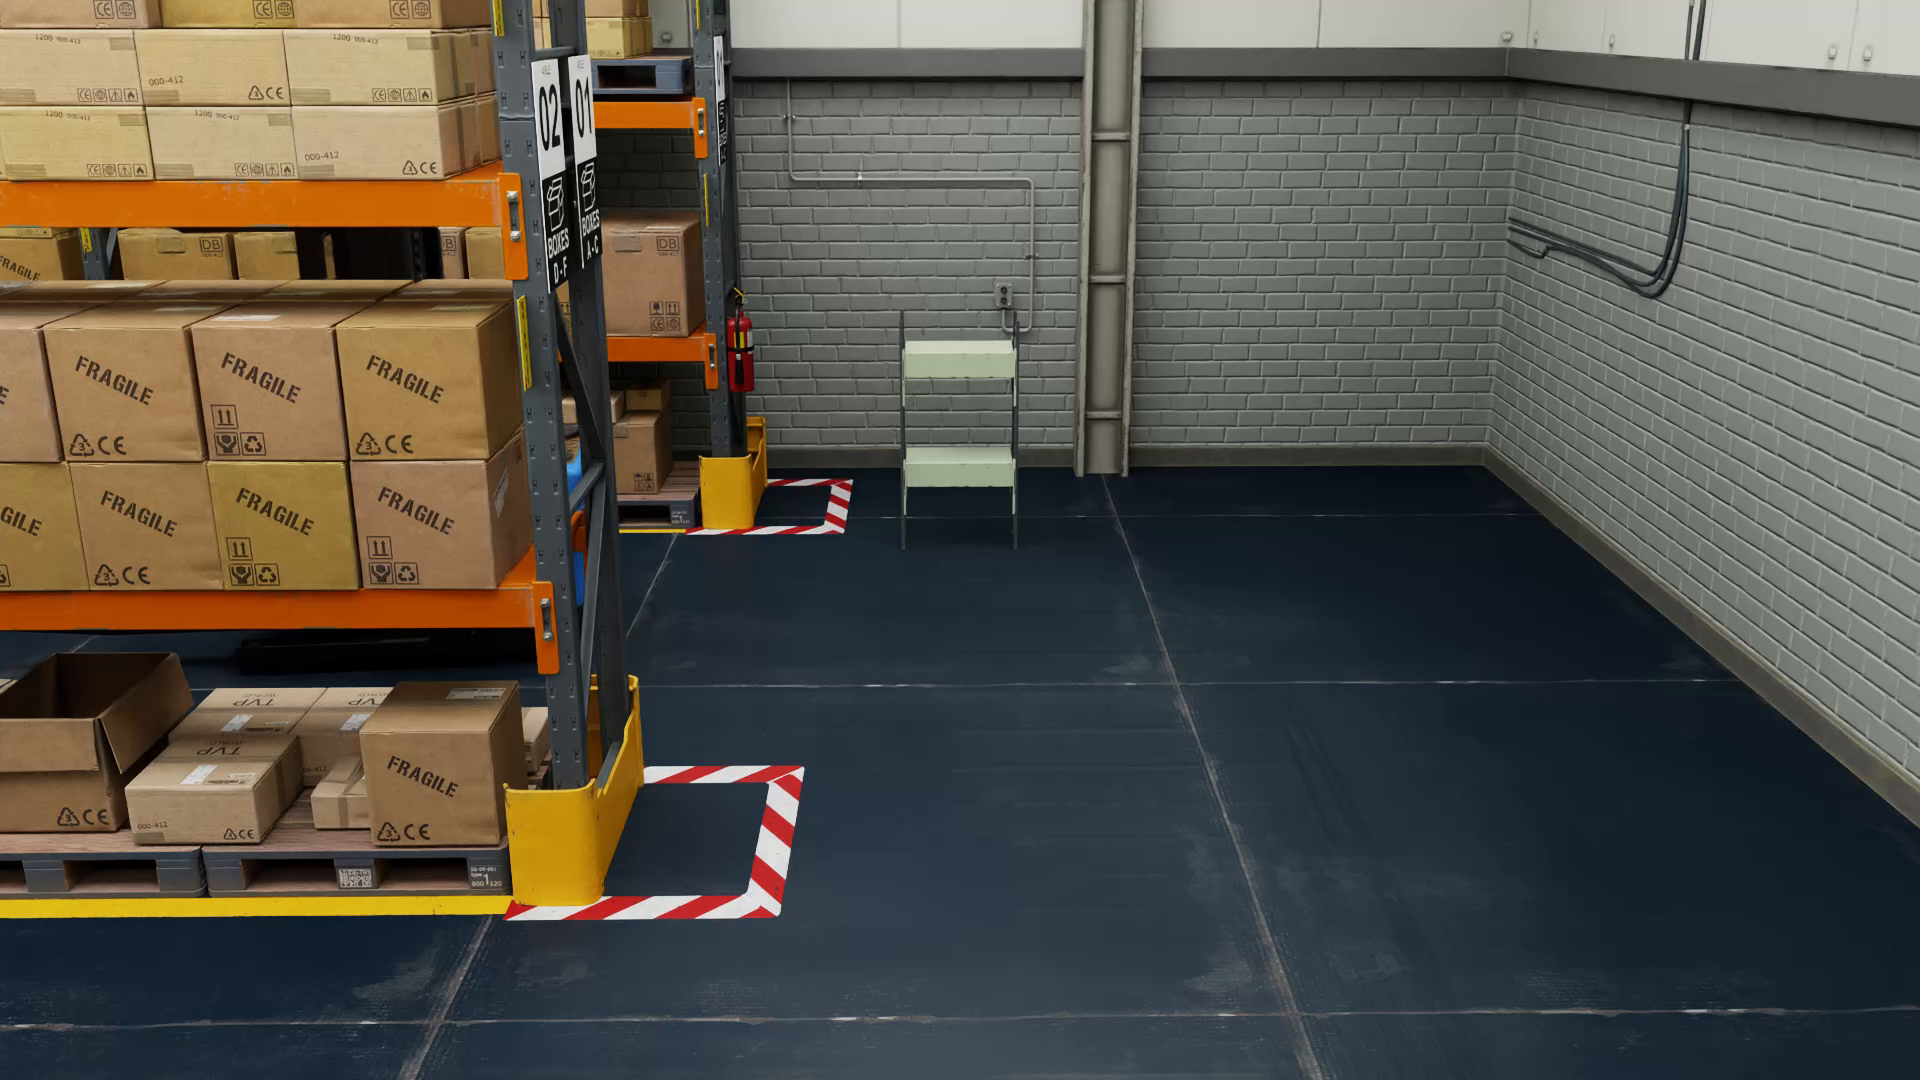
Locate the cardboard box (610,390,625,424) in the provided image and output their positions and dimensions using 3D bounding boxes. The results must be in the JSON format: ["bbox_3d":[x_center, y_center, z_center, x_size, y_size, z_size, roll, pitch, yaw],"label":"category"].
[{"bbox_3d":[-2.437,-0.906,11.303,0.250,0.149,0.380,0,18,-2],"label":"cardboard box"}]

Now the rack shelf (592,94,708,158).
[{"bbox_3d":[-3.613,-2.754,10.988,4.000,0.370,1.077,0,18,-1],"label":"rack shelf"}]

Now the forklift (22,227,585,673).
[{"bbox_3d":[-3.523,-0.856,8.919,3.031,2.935,1.130,-2,18,-6],"label":"forklift"}]

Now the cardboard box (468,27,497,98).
[{"bbox_3d":[-2.049,-1.836,6.378,0.500,0.250,0.500,0,18,-1],"label":"cardboard box"}]

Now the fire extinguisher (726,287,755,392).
[{"bbox_3d":[-1.456,-1.323,10.998,0.183,0.674,0.296,0,18,-1],"label":"fire extinguisher"}]

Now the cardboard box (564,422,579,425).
[{"bbox_3d":[-2.812,-0.651,11.570,0.500,0.500,0.700,0,18,-1],"label":"cardboard box"}]

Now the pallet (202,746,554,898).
[{"bbox_3d":[-2.405,1.168,7.062,1.213,0.211,1.003,0,18,-1],"label":"pallet"}]

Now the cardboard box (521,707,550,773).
[{"bbox_3d":[-1.956,0.881,7.339,0.250,0.149,0.380,0,18,-1],"label":"cardboard box"}]

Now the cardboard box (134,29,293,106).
[{"bbox_3d":[-2.541,-1.677,5.880,0.500,0.250,0.500,0,18,-1],"label":"cardboard box"}]

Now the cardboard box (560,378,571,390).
[{"bbox_3d":[-2.697,-1.021,11.663,0.250,0.149,0.380,0,18,-1],"label":"cardboard box"}]

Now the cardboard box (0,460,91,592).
[{"bbox_3d":[-3.497,-0.120,6.348,0.500,0.500,0.500,-1,18,-2],"label":"cardboard box"}]

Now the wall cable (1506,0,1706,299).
[{"bbox_3d":[4.047,-2.974,10.669,0.112,2.526,3.097,0,18,-1],"label":"wall cable"}]

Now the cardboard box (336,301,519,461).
[{"bbox_3d":[-1.972,-0.602,6.213,0.500,0.500,0.500,0,18,-1],"label":"cardboard box"}]

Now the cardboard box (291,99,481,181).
[{"bbox_3d":[-2.041,-1.438,5.956,0.500,0.250,0.500,0,18,-1],"label":"cardboard box"}]

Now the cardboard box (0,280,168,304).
[{"bbox_3d":[-3.510,-0.758,6.700,0.500,0.500,0.500,0,18,-1],"label":"cardboard box"}]

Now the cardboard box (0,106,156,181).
[{"bbox_3d":[-3.041,-1.433,5.939,0.500,0.250,0.500,0,18,-1],"label":"cardboard box"}]

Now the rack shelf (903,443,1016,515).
[{"bbox_3d":[-0.007,-0.404,10.918,0.720,0.370,0.431,0,18,-1],"label":"rack shelf"}]

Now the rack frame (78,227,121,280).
[{"bbox_3d":[-5.613,-1.658,11.306,0.127,3.000,1.000,0,18,-1],"label":"rack frame"}]

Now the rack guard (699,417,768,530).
[{"bbox_3d":[-1.590,-0.487,11.748,0.348,0.500,1.175,0,18,-1],"label":"rack guard"}]

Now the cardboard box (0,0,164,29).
[{"bbox_3d":[-3.045,-2.097,5.964,0.500,0.500,0.700,0,18,-1],"label":"cardboard box"}]

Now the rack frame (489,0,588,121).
[{"bbox_3d":[-1.532,-3.021,5.733,0.127,3.000,1.000,0,18,-1],"label":"rack frame"}]

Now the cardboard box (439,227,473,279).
[{"bbox_3d":[-3.613,-1.807,11.279,0.700,0.700,0.980,-1,18,-4],"label":"cardboard box"}]

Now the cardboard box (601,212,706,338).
[{"bbox_3d":[-2.123,-1.815,11.303,0.700,0.700,0.980,1,18,2],"label":"cardboard box"}]

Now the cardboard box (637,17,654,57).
[{"bbox_3d":[-2.347,-3.353,11.074,0.500,0.250,0.500,1,18,2],"label":"cardboard box"}]

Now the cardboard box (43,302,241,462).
[{"bbox_3d":[-2.996,-0.595,6.193,0.500,0.500,0.500,0,18,1],"label":"cardboard box"}]

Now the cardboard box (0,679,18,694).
[{"bbox_3d":[-4.216,0.833,7.223,0.500,0.311,0.500,0,18,-1],"label":"cardboard box"}]

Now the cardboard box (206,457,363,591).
[{"bbox_3d":[-2.494,-0.123,6.358,0.500,0.500,0.500,0,18,0],"label":"cardboard box"}]

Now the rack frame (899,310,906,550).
[{"bbox_3d":[-0.373,-0.712,10.813,0.023,1.500,0.400,0,18,-1],"label":"rack frame"}]

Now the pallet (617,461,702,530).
[{"bbox_3d":[-2.412,-0.322,11.706,1.213,0.211,1.003,0,18,-1],"label":"pallet"}]

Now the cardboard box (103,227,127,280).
[{"bbox_3d":[-6.077,-1.932,11.475,0.500,0.500,0.500,-1,18,-3],"label":"cardboard box"}]

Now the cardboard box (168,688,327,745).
[{"bbox_3d":[-3.080,0.856,7.249,0.500,0.250,0.500,0,18,-1],"label":"cardboard box"}]

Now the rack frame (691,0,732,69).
[{"bbox_3d":[-1.614,-4.534,10.450,0.127,3.000,1.000,0,18,-1],"label":"rack frame"}]

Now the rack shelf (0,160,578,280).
[{"bbox_3d":[-3.531,-1.241,6.271,4.000,0.370,1.077,0,18,-1],"label":"rack shelf"}]

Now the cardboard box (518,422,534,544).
[{"bbox_3d":[-1.980,-0.291,6.879,0.500,0.500,0.500,0,18,0],"label":"cardboard box"}]

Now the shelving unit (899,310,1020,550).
[{"bbox_3d":[-0.007,-0.714,10.818,0.755,1.500,0.431,0,18,-1],"label":"shelving unit"}]

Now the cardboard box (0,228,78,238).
[{"bbox_3d":[-6.076,-2.134,10.877,0.500,0.250,0.500,0,18,0],"label":"cardboard box"}]

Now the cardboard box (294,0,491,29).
[{"bbox_3d":[-2.045,-2.109,6.000,0.500,0.500,0.700,0,18,-1],"label":"cardboard box"}]

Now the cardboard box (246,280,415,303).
[{"bbox_3d":[-2.502,-0.762,6.711,0.500,0.500,0.500,0,18,0],"label":"cardboard box"}]

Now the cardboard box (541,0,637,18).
[{"bbox_3d":[-2.341,-3.552,10.466,0.500,0.500,0.500,0,18,-1],"label":"cardboard box"}]

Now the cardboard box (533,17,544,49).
[{"bbox_3d":[-2.862,-3.194,10.579,0.500,0.250,0.500,-1,18,-3],"label":"cardboard box"}]

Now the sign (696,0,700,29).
[{"bbox_3d":[-1.619,-3.324,10.268,0.005,0.325,0.100,0,18,-1],"label":"sign"}]

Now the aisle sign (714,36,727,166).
[{"bbox_3d":[-1.537,-2.824,10.684,0.004,0.787,0.394,0,18,-1],"label":"aisle sign"}]

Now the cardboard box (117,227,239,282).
[{"bbox_3d":[-5.070,-1.799,11.253,0.700,0.700,0.980,0,18,0],"label":"cardboard box"}]

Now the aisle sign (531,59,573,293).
[{"bbox_3d":[-1.459,-1.309,5.962,0.004,0.787,0.394,0,18,-1],"label":"aisle sign"}]

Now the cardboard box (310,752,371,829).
[{"bbox_3d":[-2.478,1.027,6.852,0.250,0.166,0.380,0,18,-1],"label":"cardboard box"}]

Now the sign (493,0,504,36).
[{"bbox_3d":[-1.543,-1.845,5.528,0.005,0.325,0.100,0,18,-1],"label":"sign"}]
